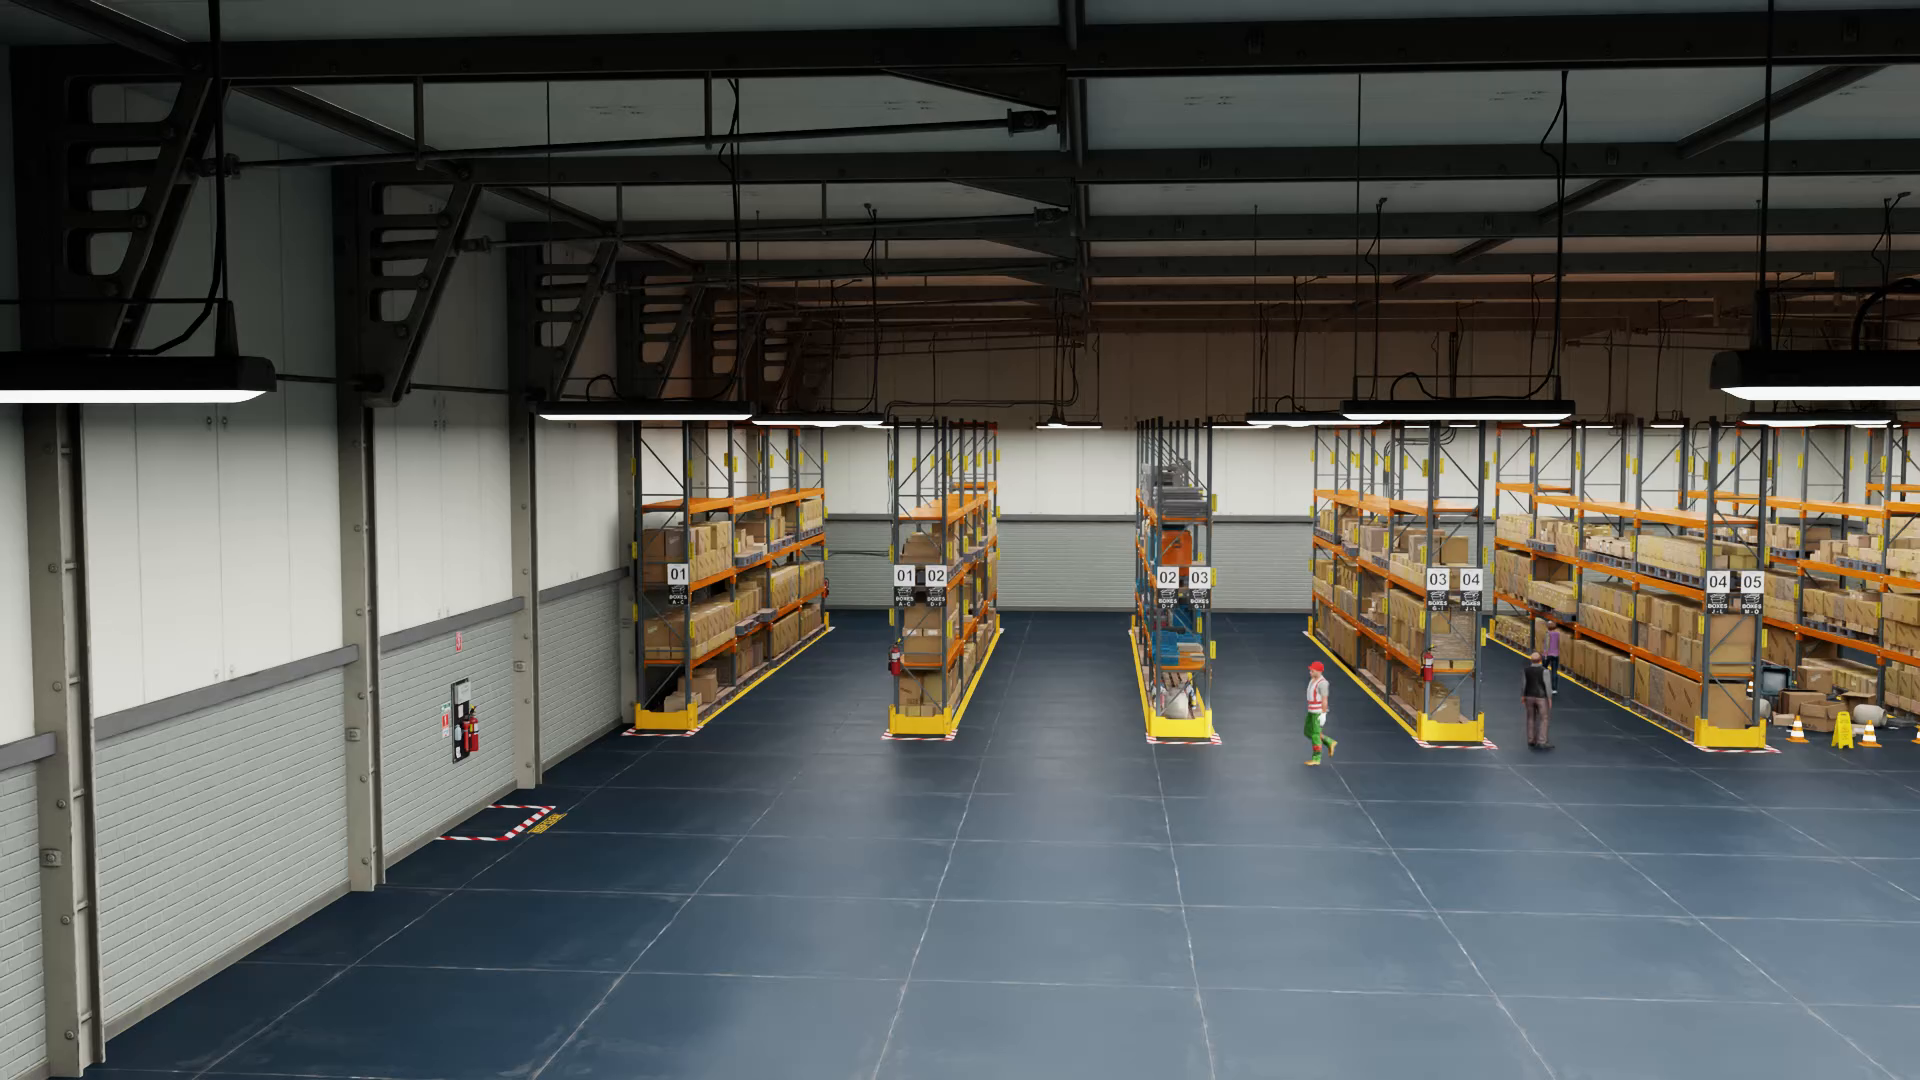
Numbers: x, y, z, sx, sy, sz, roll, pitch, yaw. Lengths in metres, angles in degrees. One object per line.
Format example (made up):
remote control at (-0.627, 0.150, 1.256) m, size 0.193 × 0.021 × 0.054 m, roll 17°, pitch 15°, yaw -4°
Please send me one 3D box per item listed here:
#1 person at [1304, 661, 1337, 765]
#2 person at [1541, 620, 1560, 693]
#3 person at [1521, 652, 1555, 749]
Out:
person at (6.194, 2.965, 28.533) m, size 0.653 × 1.775 × 0.630 m, roll -1°, pitch 4°, yaw -11°
person at (12.947, 2.575, 36.363) m, size 0.418 × 1.599 × 0.639 m, roll 0°, pitch 4°, yaw -2°
person at (10.525, 2.902, 30.222) m, size 0.684 × 1.719 × 0.413 m, roll 3°, pitch 5°, yaw 40°
